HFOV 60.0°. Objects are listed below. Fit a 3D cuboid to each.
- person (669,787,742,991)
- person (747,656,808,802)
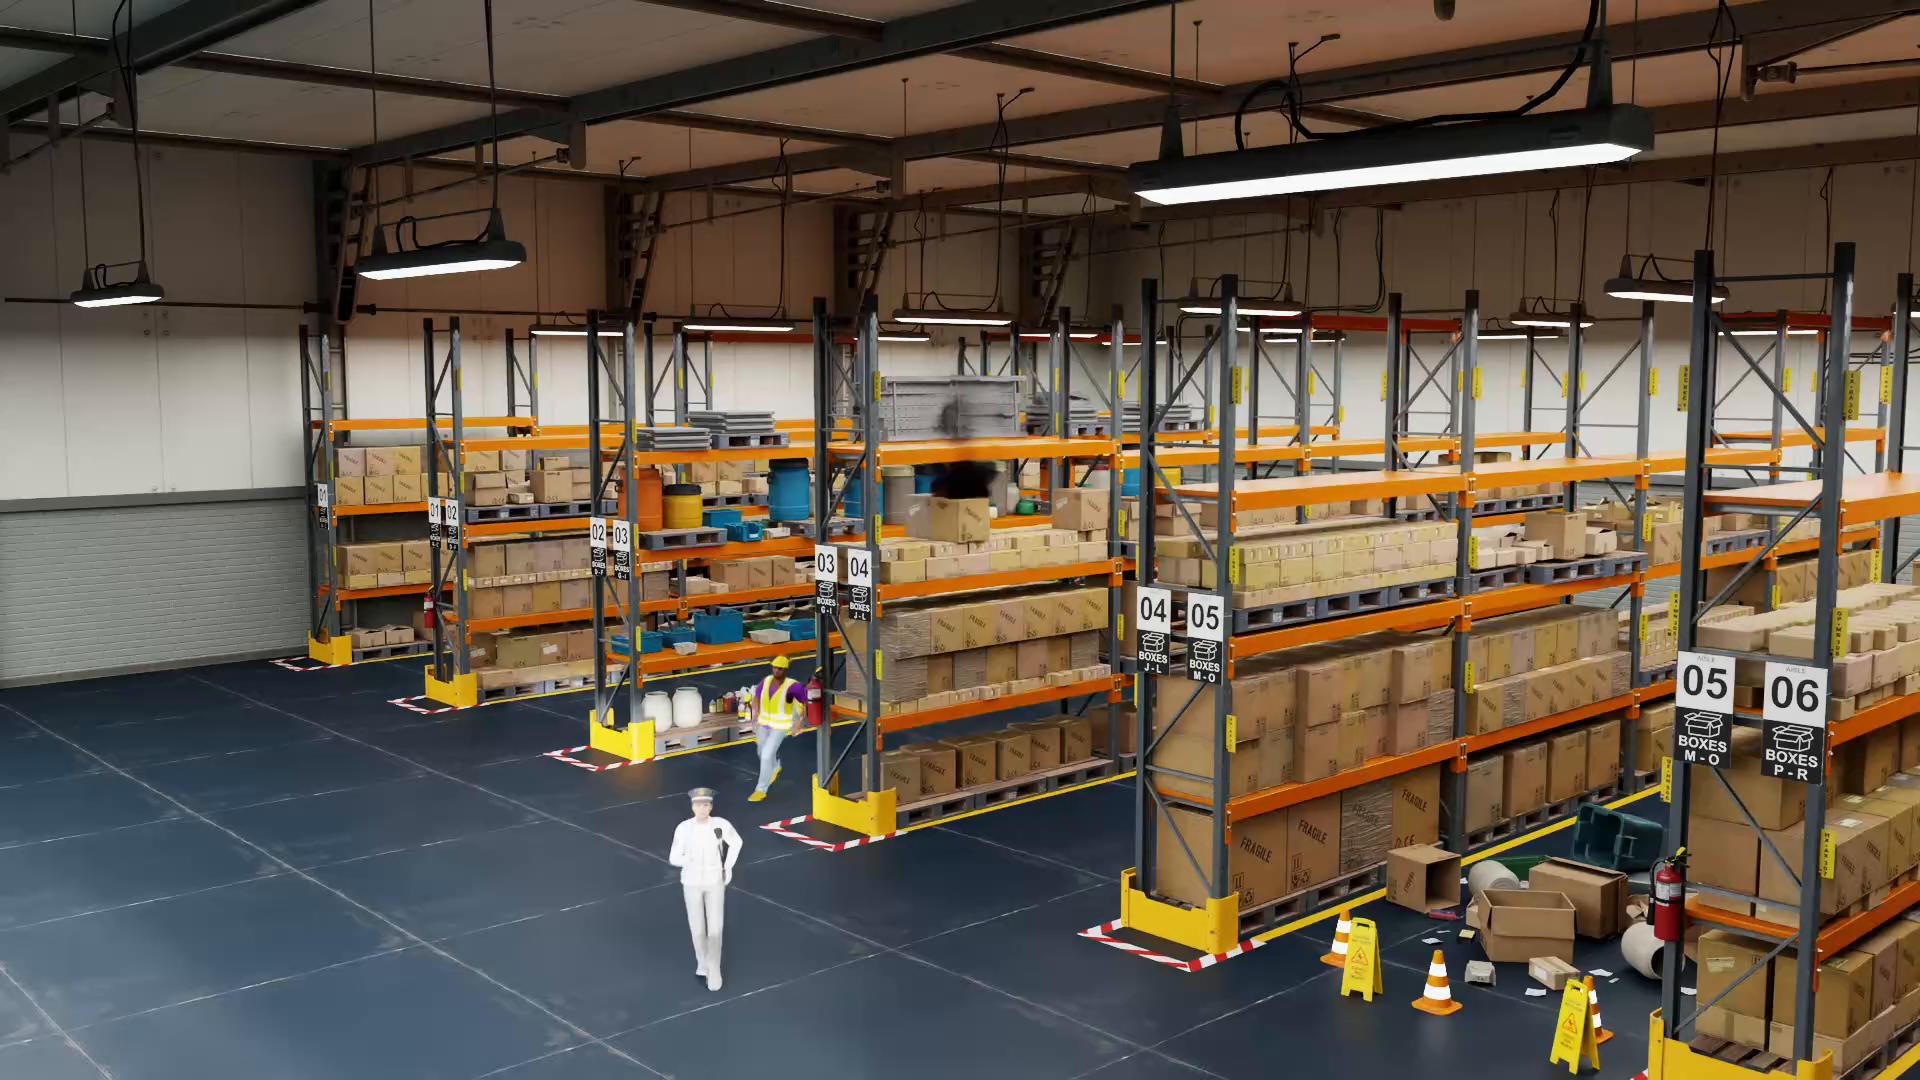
[{"bbox_3d":[-2.138,2.927,13.967,0.592,1.723,0.659,0,6,-4],"label":"person"},{"bbox_3d":[-2.200,2.261,20.215,0.762,1.744,0.849,3,6,25],"label":"person"}]
